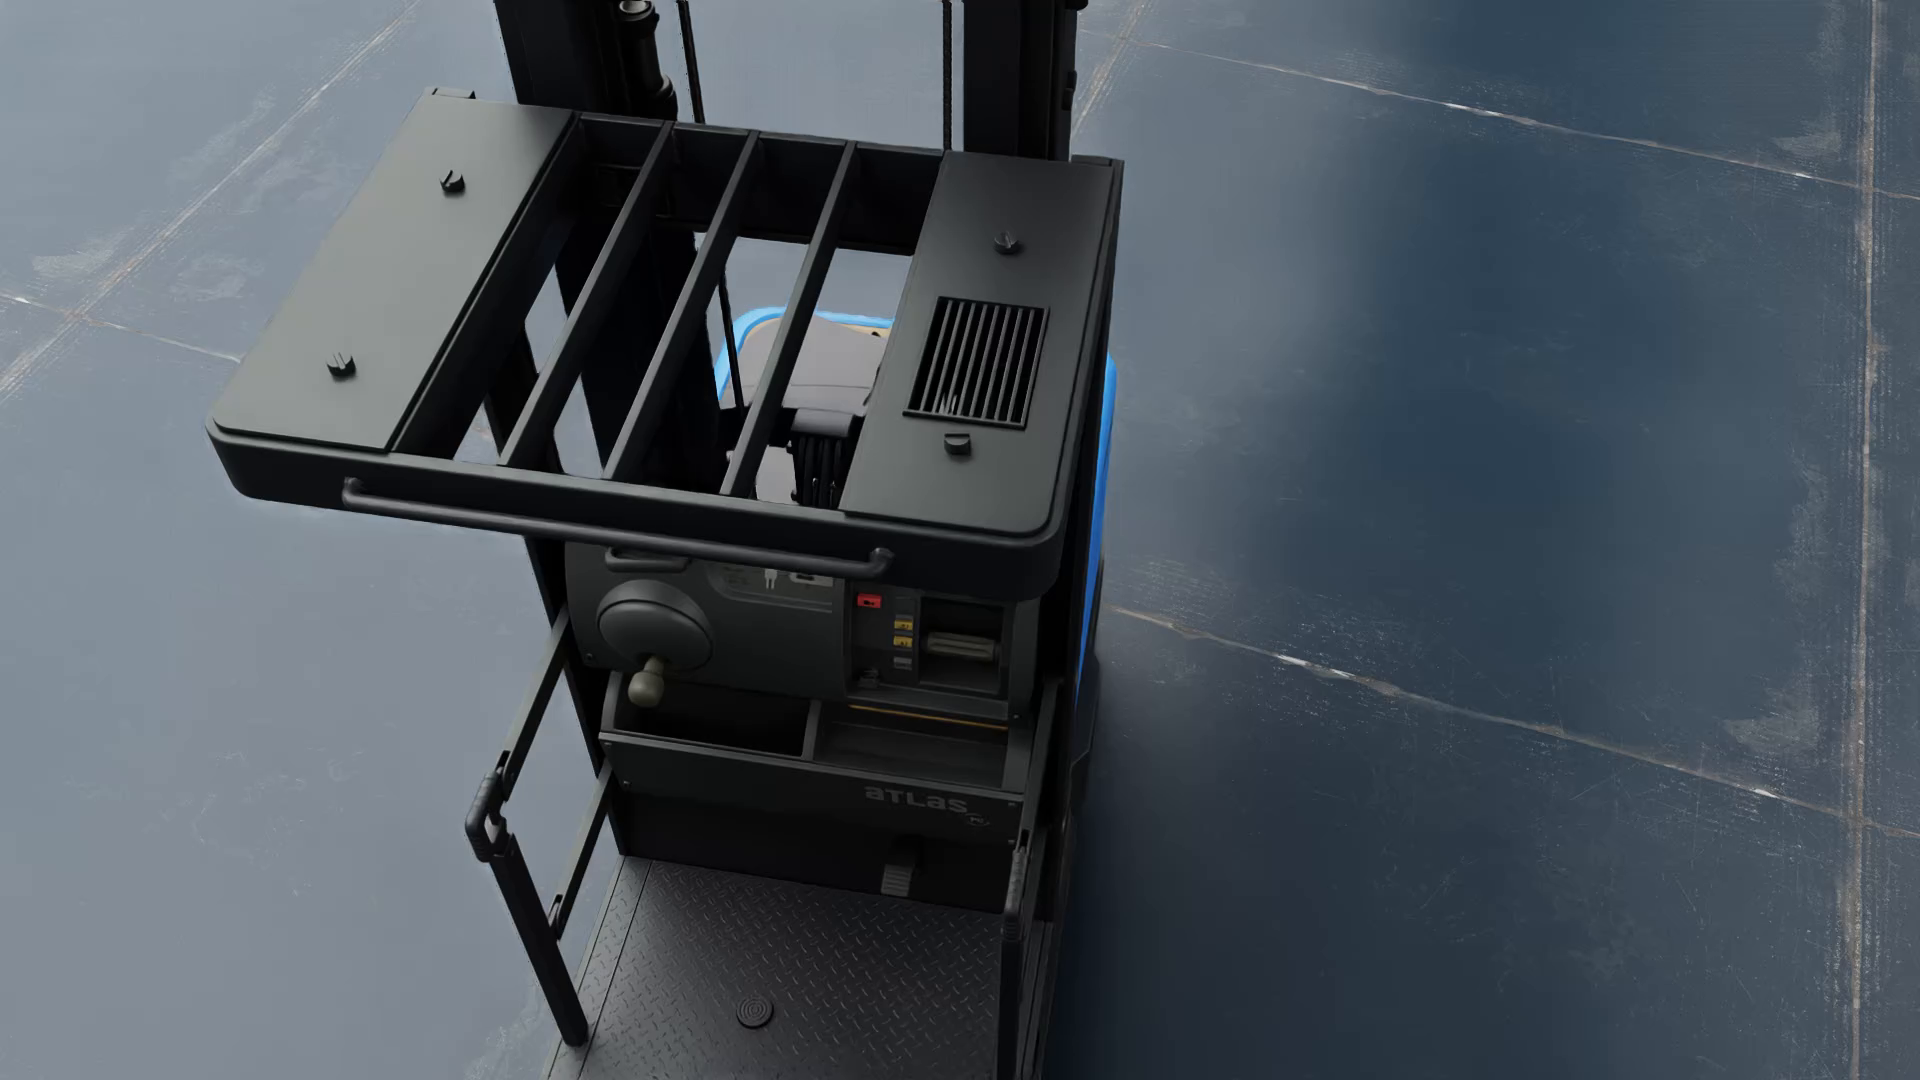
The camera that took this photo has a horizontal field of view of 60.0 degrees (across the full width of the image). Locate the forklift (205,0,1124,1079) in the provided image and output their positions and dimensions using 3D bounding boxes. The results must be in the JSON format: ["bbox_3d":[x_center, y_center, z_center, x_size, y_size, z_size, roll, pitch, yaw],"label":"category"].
[{"bbox_3d":[-0.344,0.271,3.076,1.130,2.935,3.031,8,50,6],"label":"forklift"}]
